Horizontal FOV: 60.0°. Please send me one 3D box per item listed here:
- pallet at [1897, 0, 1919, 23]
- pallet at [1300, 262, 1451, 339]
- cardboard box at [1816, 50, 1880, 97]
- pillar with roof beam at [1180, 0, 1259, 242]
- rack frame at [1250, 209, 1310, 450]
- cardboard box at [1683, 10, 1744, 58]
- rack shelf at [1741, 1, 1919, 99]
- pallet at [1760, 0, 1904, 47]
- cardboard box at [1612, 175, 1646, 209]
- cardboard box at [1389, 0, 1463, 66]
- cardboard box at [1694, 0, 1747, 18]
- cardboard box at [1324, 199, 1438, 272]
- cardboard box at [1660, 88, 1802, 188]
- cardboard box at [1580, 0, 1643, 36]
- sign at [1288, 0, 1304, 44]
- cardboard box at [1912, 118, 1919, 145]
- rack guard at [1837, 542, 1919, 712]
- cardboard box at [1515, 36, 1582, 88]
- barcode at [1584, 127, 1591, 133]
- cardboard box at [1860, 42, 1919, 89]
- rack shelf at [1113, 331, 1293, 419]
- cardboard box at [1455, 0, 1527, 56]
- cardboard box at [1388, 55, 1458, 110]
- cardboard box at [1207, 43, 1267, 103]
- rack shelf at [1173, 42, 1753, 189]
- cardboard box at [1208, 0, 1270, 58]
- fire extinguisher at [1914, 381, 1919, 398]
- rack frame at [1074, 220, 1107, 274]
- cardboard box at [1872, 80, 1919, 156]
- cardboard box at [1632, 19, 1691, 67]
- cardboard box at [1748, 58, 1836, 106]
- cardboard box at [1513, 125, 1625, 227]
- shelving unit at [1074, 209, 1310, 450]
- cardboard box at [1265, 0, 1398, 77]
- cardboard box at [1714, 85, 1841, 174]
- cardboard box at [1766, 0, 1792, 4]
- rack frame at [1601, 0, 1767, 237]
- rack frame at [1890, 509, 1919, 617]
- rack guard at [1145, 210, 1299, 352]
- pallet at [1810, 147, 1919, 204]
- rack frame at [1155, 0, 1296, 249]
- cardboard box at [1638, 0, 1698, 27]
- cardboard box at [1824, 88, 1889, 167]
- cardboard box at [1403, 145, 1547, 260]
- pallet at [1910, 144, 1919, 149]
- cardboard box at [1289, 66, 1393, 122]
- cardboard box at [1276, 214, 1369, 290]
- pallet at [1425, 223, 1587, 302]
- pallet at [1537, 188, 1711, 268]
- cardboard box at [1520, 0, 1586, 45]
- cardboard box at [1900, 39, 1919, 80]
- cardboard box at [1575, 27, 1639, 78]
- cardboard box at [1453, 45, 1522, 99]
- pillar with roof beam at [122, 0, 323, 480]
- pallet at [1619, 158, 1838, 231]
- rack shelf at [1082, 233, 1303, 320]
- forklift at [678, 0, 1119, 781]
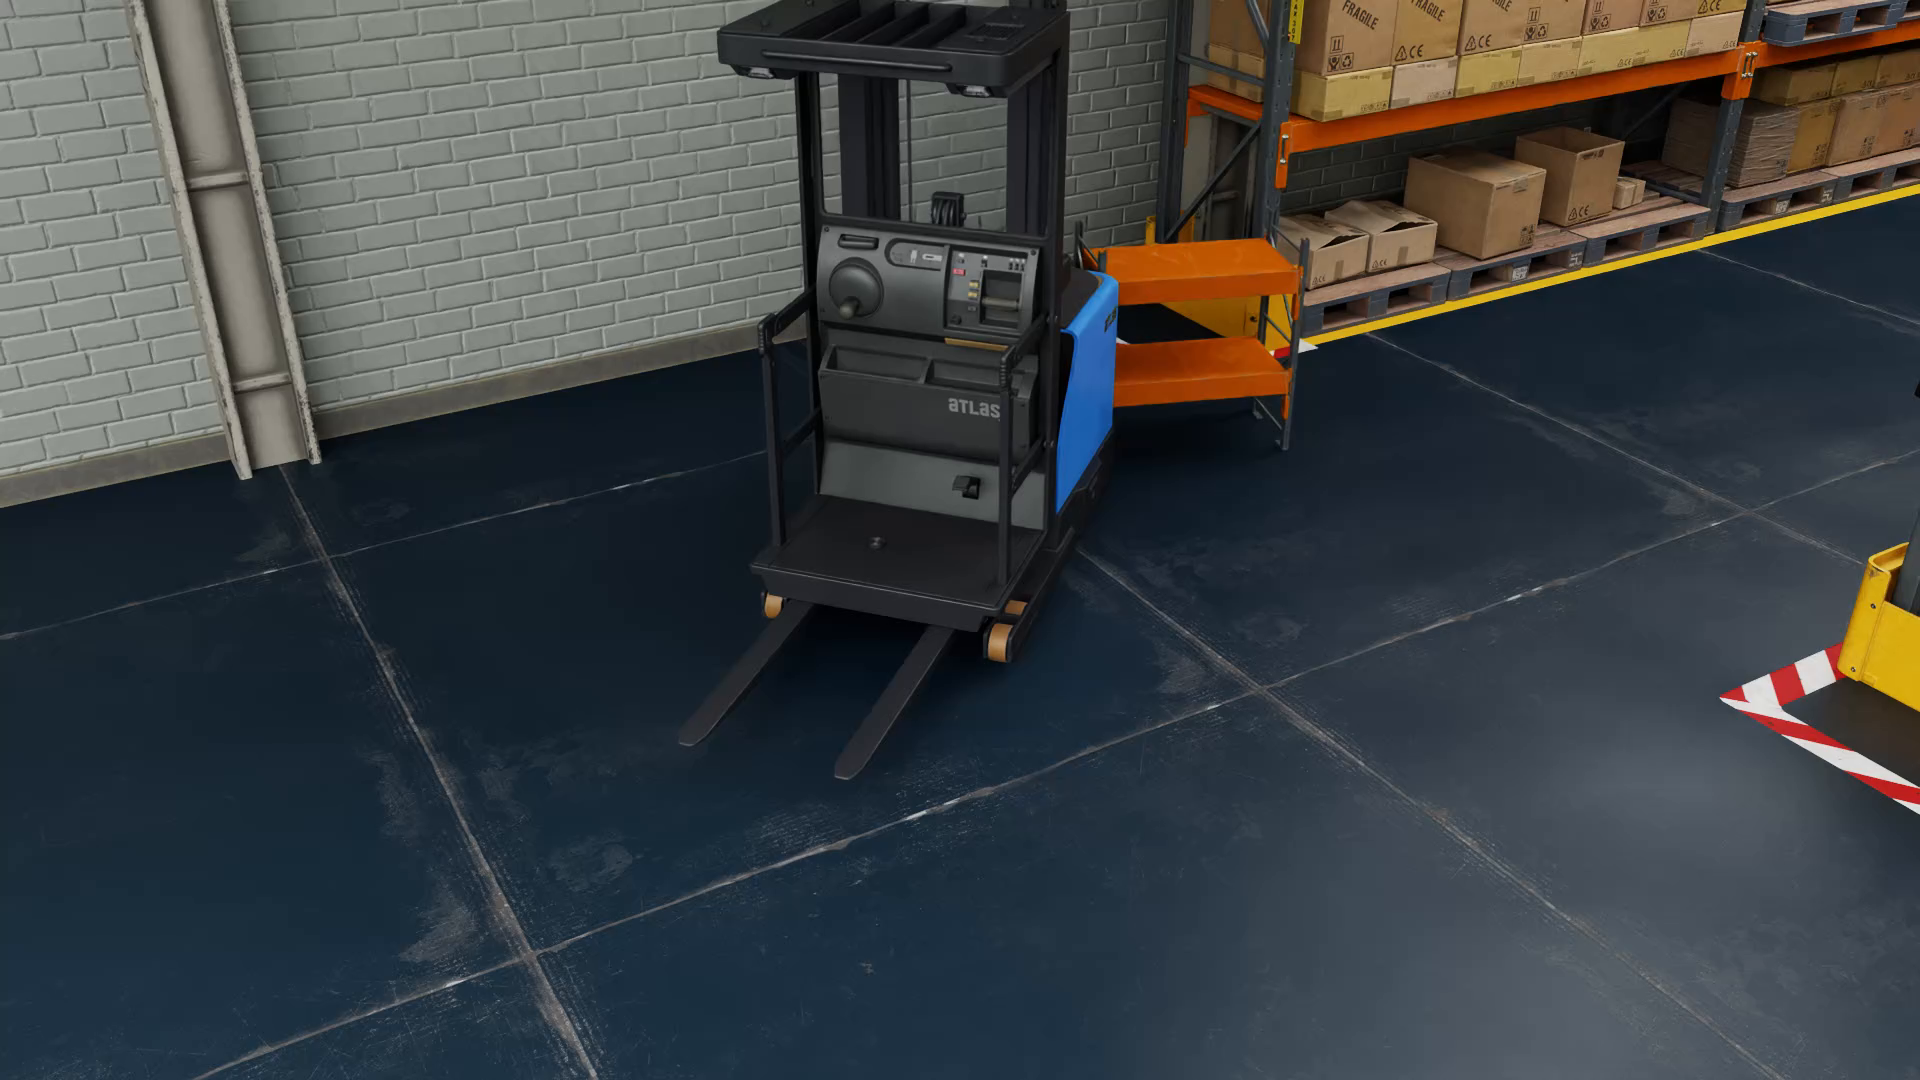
[{"bbox_3d":[6.726,-4.035,12.155,1.213,0.211,1.003,-16,33,-26],"label":"pallet"},{"bbox_3d":[2.298,-1.644,10.511,1.213,0.211,1.003,-16,33,-26],"label":"pallet"},{"bbox_3d":[6.414,-3.493,12.331,0.500,0.250,0.500,-17,33,-28],"label":"cardboard box"},{"bbox_3d":[3.860,-4.027,5.734,0.400,9.000,9.100,-16,33,-26],"label":"pillar with roof beam"},{"bbox_3d":[1.636,-1.077,8.538,0.032,1.125,0.500,-5,29,-9],"label":"rack frame"},{"bbox_3d":[4.708,-3.342,10.836,0.500,0.250,0.500,-16,33,-26],"label":"cardboard box"},{"bbox_3d":[6.687,-3.816,12.305,4.000,0.370,1.077,-16,33,-26],"label":"rack shelf"},{"bbox_3d":[5.696,-3.684,11.519,1.213,0.211,1.003,-16,33,-26],"label":"pallet"},{"bbox_3d":[4.517,-2.450,11.562,0.250,0.166,0.380,-21,35,-33],"label":"cardboard box"},{"bbox_3d":[2.509,-3.042,9.516,0.500,0.500,0.500,-16,33,-26],"label":"cardboard box"},{"bbox_3d":[4.712,-3.668,10.651,0.500,0.500,0.500,-16,33,-26],"label":"cardboard box"},{"bbox_3d":[2.648,-1.949,10.505,0.500,0.311,0.500,-13,31,-22],"label":"cardboard box"},{"bbox_3d":[5.589,-2.927,12.080,0.500,0.500,0.700,-15,32,-25],"label":"cardboard box"},{"bbox_3d":[3.845,-3.425,10.210,0.500,0.500,0.500,-17,33,-28],"label":"cardboard box"},{"bbox_3d":[1.789,-2.815,8.851,0.005,0.325,0.100,-16,33,-26],"label":"sign"},{"bbox_3d":[7.314,-3.443,13.016,0.500,0.500,0.700,-16,33,-26],"label":"cardboard box"},{"bbox_3d":[4.006,0.501,6.325,0.348,0.500,1.175,-16,33,-26],"label":"rack guard"},{"bbox_3d":[3.415,-2.971,10.163,0.500,0.250,0.500,-16,32,-26],"label":"cardboard box"},{"bbox_3d":[4.376,-2.847,11.606,0.075,0.075,0.001,-16,33,-26],"label":"barcode"},{"bbox_3d":[6.853,-3.608,12.538,0.500,0.250,0.500,-16,33,-27],"label":"cardboard box"},{"bbox_3d":[1.136,-0.818,8.574,1.000,0.278,0.538,-5,29,-9],"label":"rack shelf"},{"bbox_3d":[2.958,-3.166,9.741,0.500,0.500,0.500,-17,33,-28],"label":"cardboard box"},{"bbox_3d":[2.536,-2.725,9.719,0.500,0.250,0.500,-17,33,-28],"label":"cardboard box"},{"bbox_3d":[1.819,-2.800,9.855,0.500,0.250,0.500,-15,32,-26],"label":"cardboard box"},{"bbox_3d":[3.239,-2.837,10.530,4.000,0.370,1.077,-16,33,-26],"label":"rack shelf"},{"bbox_3d":[1.813,-3.138,9.689,0.500,0.500,0.500,-16,33,-27],"label":"cardboard box"},{"bbox_3d":[3.690,-0.730,6.049,0.183,0.674,0.296,-16,33,-26],"label":"fire extinguisher"},{"bbox_3d":[0.637,-0.987,8.374,0.032,1.125,0.500,-5,29,-9],"label":"rack frame"},{"bbox_3d":[6.900,-3.310,12.774,0.500,0.500,0.700,-16,33,-27],"label":"cardboard box"},{"bbox_3d":[4.274,-3.224,10.621,0.500,0.250,0.500,-16,33,-26],"label":"cardboard box"},{"bbox_3d":[5.967,-3.364,12.097,0.500,0.250,0.500,-17,33,-27],"label":"cardboard box"},{"bbox_3d":[4.088,-2.469,11.251,0.500,0.500,0.500,-19,34,-30],"label":"cardboard box"},{"bbox_3d":[1.136,-1.032,8.456,1.048,1.125,0.538,-5,29,-9],"label":"shelving unit"},{"bbox_3d":[2.078,-2.925,9.305,0.500,0.500,0.500,-16,33,-26],"label":"cardboard box"},{"bbox_3d":[6.009,-3.074,12.347,0.500,0.500,0.700,-17,33,-27],"label":"cardboard box"},{"bbox_3d":[5.419,-3.988,11.313,0.500,0.500,0.700,-16,33,-26],"label":"cardboard box"},{"bbox_3d":[4.963,-3.641,11.244,0.127,3.000,1.000,-16,33,-26],"label":"rack frame"},{"bbox_3d":[4.027,-0.599,5.732,0.127,3.000,1.000,-16,33,-26],"label":"rack frame"},{"bbox_3d":[1.580,-1.586,10.107,0.348,0.500,1.175,-16,33,-26],"label":"rack guard"},{"bbox_3d":[6.686,-2.912,12.809,1.213,0.211,1.003,-16,33,-26],"label":"pallet"},{"bbox_3d":[1.514,-2.662,9.469,0.127,3.000,1.000,-16,33,-26],"label":"rack frame"},{"bbox_3d":[4.285,-3.544,10.425,0.500,0.500,0.500,-16,33,-27],"label":"cardboard box"},{"bbox_3d":[6.470,-3.182,12.543,0.500,0.500,0.700,-15,32,-26],"label":"cardboard box"},{"bbox_3d":[3.306,-2.191,10.747,0.500,0.500,0.700,-18,34,-29],"label":"cardboard box"},{"bbox_3d":[7.737,-3.209,13.346,1.213,0.211,1.003,-16,33,-26],"label":"pallet"},{"bbox_3d":[2.096,-2.592,9.478,0.500,0.250,0.500,-17,33,-28],"label":"cardboard box"},{"bbox_3d":[2.156,-1.809,10.252,0.500,0.311,0.500,-20,35,-32],"label":"cardboard box"},{"bbox_3d":[3.349,-1.941,11.048,1.213,0.211,1.003,-16,33,-26],"label":"pallet"},{"bbox_3d":[4.402,-2.241,11.593,1.213,0.211,1.003,-16,33,-26],"label":"pallet"},{"bbox_3d":[3.397,-3.297,9.979,0.500,0.500,0.500,-15,32,-25],"label":"cardboard box"},{"bbox_3d":[7.294,-3.736,12.770,0.500,0.250,0.500,-15,32,-25],"label":"cardboard box"},{"bbox_3d":[3.848,-3.094,10.387,0.500,0.250,0.500,-16,33,-27],"label":"cardboard box"},{"bbox_3d":[2.978,-2.848,9.940,0.500,0.250,0.500,-16,33,-27],"label":"cardboard box"},{"bbox_3d":[-1.313,-2.558,3.072,0.400,9.000,9.100,-16,33,-26],"label":"pillar with roof beam"},{"bbox_3d":[5.633,-2.612,12.264,1.213,0.211,1.003,-16,33,-26],"label":"pallet"},{"bbox_3d":[1.136,-1.288,8.314,1.000,0.278,0.538,-5,29,-9],"label":"rack shelf"},{"bbox_3d":[-0.204,-0.999,6.526,1.130,2.935,3.031,9,30,17],"label":"forklift"}]
